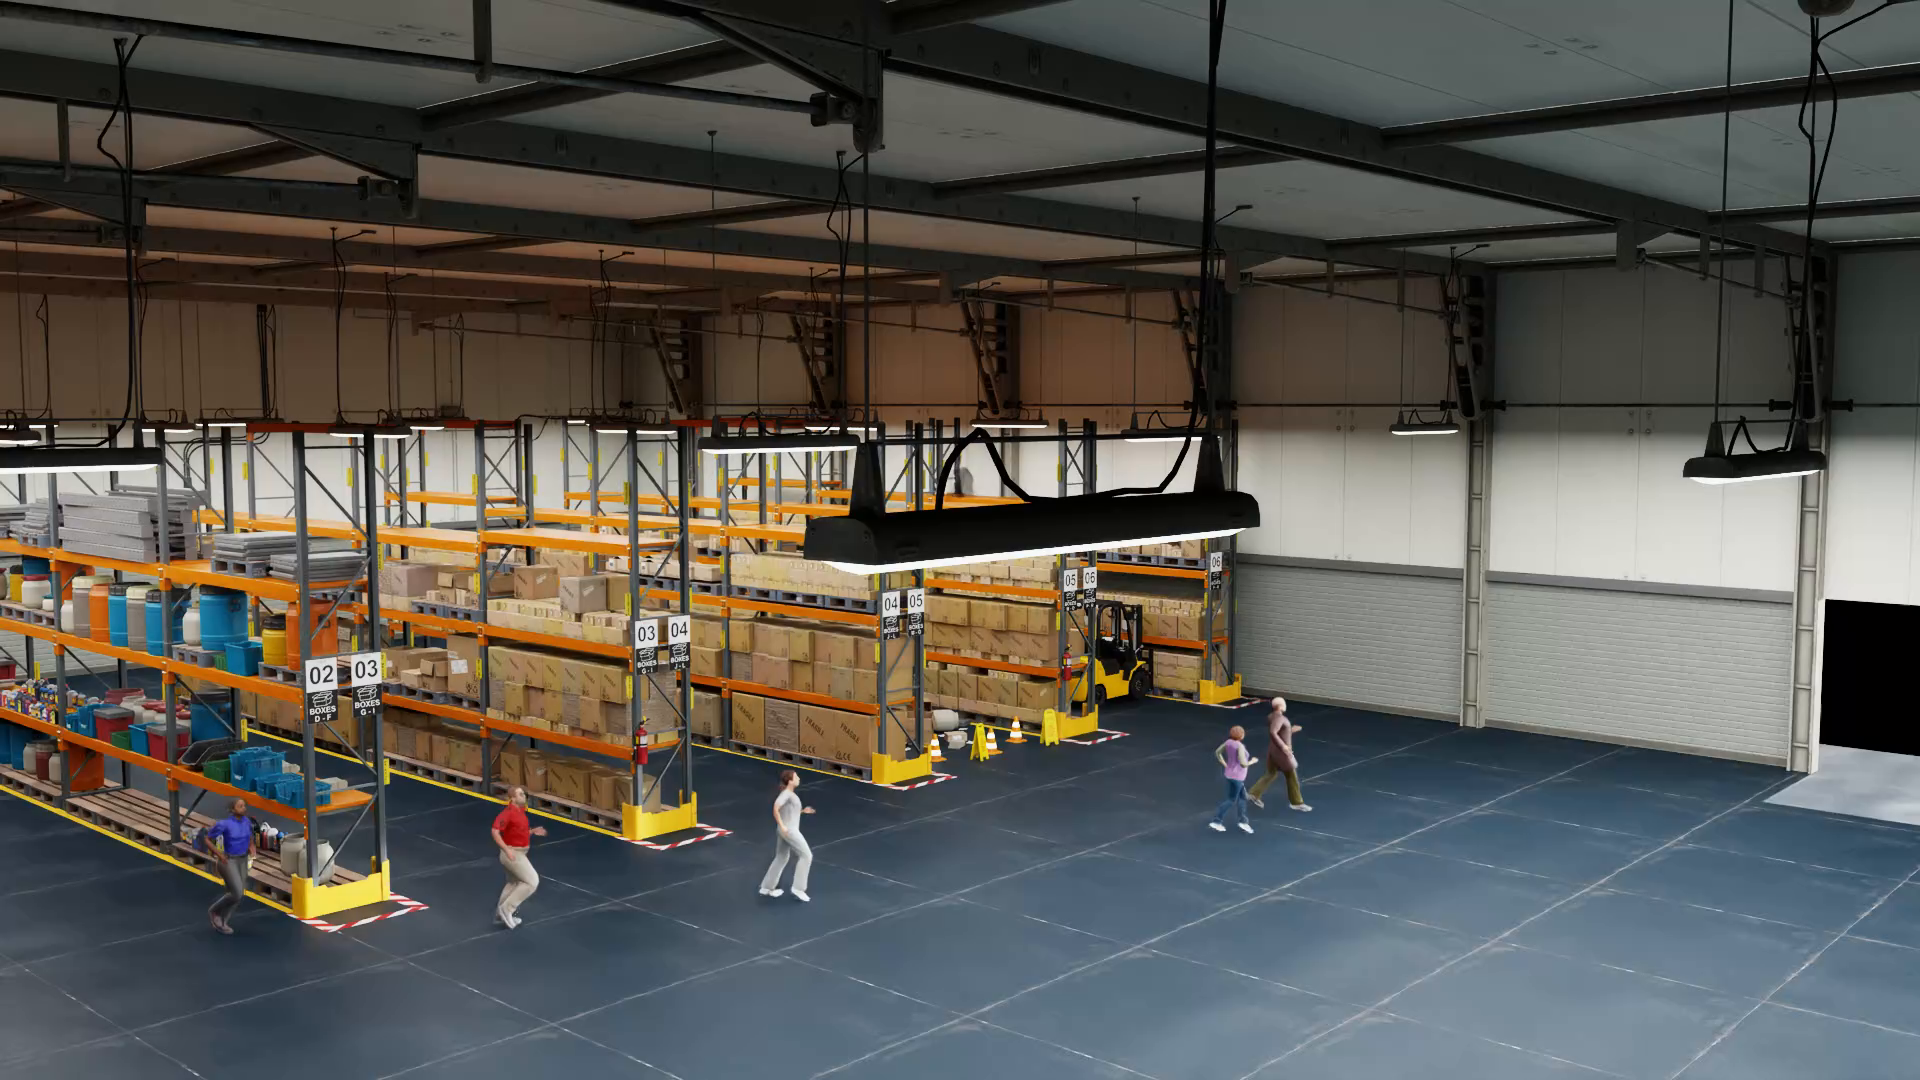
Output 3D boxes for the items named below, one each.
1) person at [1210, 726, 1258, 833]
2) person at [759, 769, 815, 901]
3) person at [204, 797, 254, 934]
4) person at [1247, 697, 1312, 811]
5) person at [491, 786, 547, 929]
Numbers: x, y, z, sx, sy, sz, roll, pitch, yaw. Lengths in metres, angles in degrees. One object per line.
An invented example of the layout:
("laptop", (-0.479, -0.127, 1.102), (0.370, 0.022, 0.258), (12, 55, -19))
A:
("person", (4.013, 3.536, 24.410), (0.751, 1.645, 0.522), (-1, 5, -15))
("person", (-2.203, 3.773, 21.242), (0.747, 1.721, 0.553), (-1, 5, -17))
("person", (-8.699, 3.898, 19.983), (0.525, 1.614, 0.562), (2, 5, 22))
("person", (4.935, 3.312, 25.713), (1.054, 1.775, 0.697), (-1, 5, -13))
("person", (-5.347, 3.837, 20.195), (0.647, 1.704, 0.638), (-1, 5, -10))
